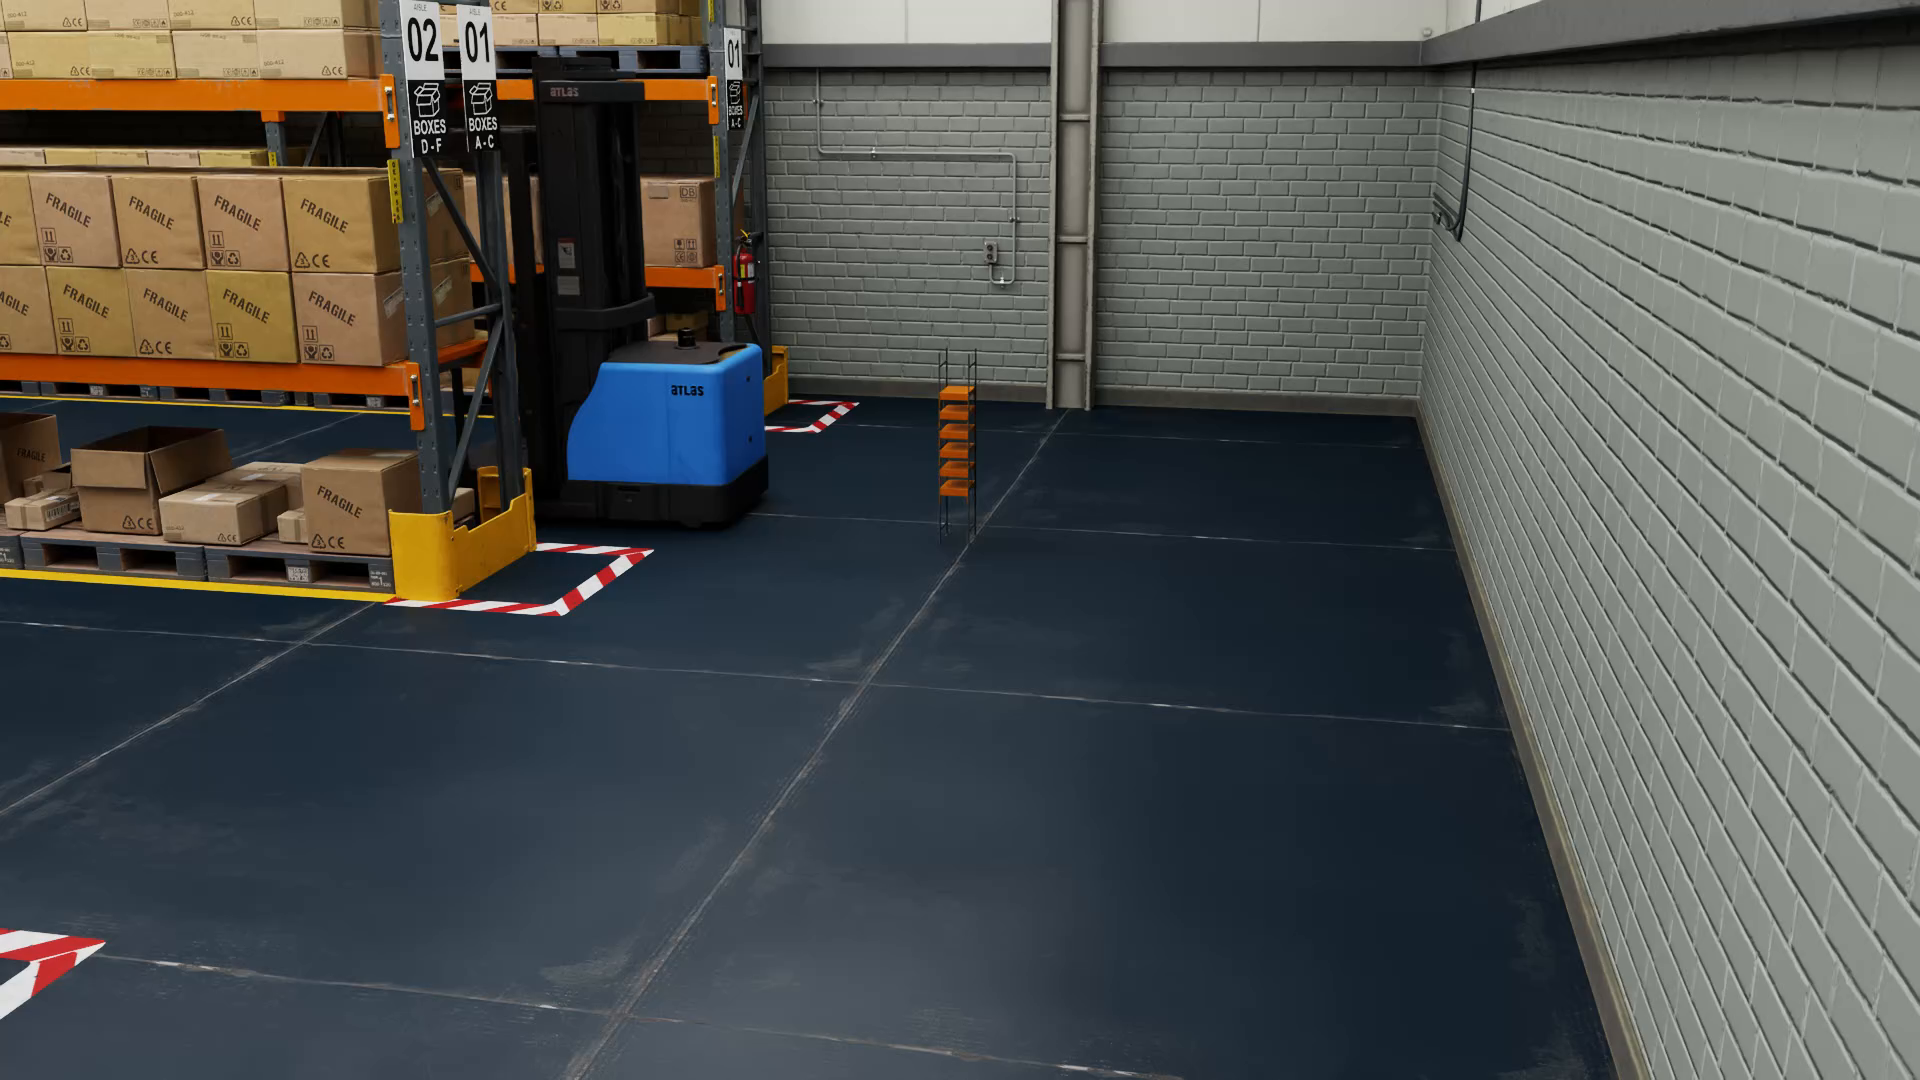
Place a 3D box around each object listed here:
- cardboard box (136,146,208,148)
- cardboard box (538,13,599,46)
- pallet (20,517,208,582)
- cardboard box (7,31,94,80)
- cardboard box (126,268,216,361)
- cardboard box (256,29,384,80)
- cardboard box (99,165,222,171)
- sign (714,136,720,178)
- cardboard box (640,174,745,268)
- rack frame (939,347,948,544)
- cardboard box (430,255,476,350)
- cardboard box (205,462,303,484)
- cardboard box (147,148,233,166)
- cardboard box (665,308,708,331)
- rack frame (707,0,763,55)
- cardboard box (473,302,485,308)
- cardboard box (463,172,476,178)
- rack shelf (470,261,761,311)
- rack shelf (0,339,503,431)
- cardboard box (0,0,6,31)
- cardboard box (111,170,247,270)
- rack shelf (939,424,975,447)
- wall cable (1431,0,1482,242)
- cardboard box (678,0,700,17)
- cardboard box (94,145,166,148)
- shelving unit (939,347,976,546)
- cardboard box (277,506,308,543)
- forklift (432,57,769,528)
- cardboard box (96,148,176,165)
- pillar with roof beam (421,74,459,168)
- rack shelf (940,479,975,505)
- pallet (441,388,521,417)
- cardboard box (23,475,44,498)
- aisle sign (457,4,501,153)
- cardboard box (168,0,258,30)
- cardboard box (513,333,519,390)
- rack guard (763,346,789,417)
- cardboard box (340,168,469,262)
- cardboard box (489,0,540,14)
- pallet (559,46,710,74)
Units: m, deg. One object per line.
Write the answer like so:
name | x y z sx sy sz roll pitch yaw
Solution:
cardboard box | -7.160 -3.471 15.215 0.500 0.250 0.500 3 16 9
cardboard box | -3.116 -4.172 13.622 0.500 0.250 0.500 3 16 9
pallet | -4.866 -0.023 10.180 1.213 0.211 1.003 3 16 11
cardboard box | -4.841 -2.670 9.175 0.500 0.250 0.500 3 16 11
cardboard box | -4.308 -1.311 9.417 0.500 0.500 0.500 3 16 12
cardboard box | -3.374 -2.587 8.873 0.500 0.250 0.500 3 16 11
cardboard box | -4.702 -1.958 9.882 0.500 0.500 0.500 3 16 11
sign | -1.957 -3.082 13.387 0.005 0.325 0.100 3 16 11
cardboard box | -2.337 -2.720 14.131 0.700 0.700 0.980 4 16 14
rack frame | -0.104 -0.584 10.352 0.006 1.200 0.240 3 16 11
cardboard box | -3.201 -1.396 9.725 0.500 0.500 0.500 3 16 12
cardboard box | -4.275 -0.298 10.277 0.500 0.250 0.500 3 16 11
cardboard box | -6.762 -3.314 14.651 0.500 0.250 0.500 3 16 12
cardboard box | -2.378 -1.918 14.479 0.250 0.149 0.380 3 16 11
rack frame | -1.835 -5.442 13.282 0.127 3.000 1.000 3 16 11
cardboard box | -4.370 -2.026 14.868 0.250 0.149 0.380 3 16 9
cardboard box | -4.512 -2.835 14.546 0.700 0.700 0.980 3 16 10
rack shelf | -3.795 -2.311 14.563 4.000 0.370 1.077 3 16 11
rack shelf | -4.778 -1.015 9.884 4.000 0.370 1.077 3 16 11
cardboard box | -5.333 -2.936 9.196 0.500 0.250 0.500 3 16 11
cardboard box | -4.314 -1.790 9.274 0.500 0.500 0.500 4 16 13
rack shelf | -0.014 -0.652 10.314 0.180 0.103 0.258 3 16 11
wall cable | 3.636 -3.552 12.273 0.112 2.526 3.097 3 16 11
cardboard box | -2.502 -4.638 13.901 0.500 0.500 0.500 2 16 9
cardboard box | -7.670 -3.499 15.320 0.500 0.250 0.500 3 16 10
shelving unit | -0.014 -0.579 10.335 0.189 1.200 0.258 3 16 11
cardboard box | -3.779 -0.111 9.758 0.250 0.166 0.380 3 16 11
forklift | -2.890 -1.656 10.979 3.031 2.935 1.130 3 16 9
cardboard box | -7.262 -3.341 14.749 0.500 0.250 0.500 3 16 12
pillar with roof beam | -5.754 -4.718 10.667 0.400 9.000 9.100 3 16 11
rack shelf | -0.014 -0.305 10.411 0.180 0.103 0.258 3 16 11
pallet | -3.826 -1.295 14.771 1.213 0.211 1.003 3 16 11
cardboard box | -5.744 -0.346 10.637 0.250 0.149 0.380 3 16 11
aisle sign | -2.693 -2.581 9.321 0.004 0.787 0.394 3 16 11
cardboard box | -3.863 -2.856 8.911 0.500 0.250 0.500 3 16 11
cardboard box | -3.524 -1.613 14.593 0.500 0.500 0.700 3 16 9
rack guard | -1.811 -1.345 14.412 0.348 0.500 1.175 3 16 11
cardboard box | -3.201 -1.878 9.592 0.500 0.500 0.500 4 16 13
cardboard box | -3.608 -4.559 13.615 0.500 0.500 0.500 2 16 9
pallet | -2.564 -3.991 13.827 1.213 0.211 1.003 3 16 11
